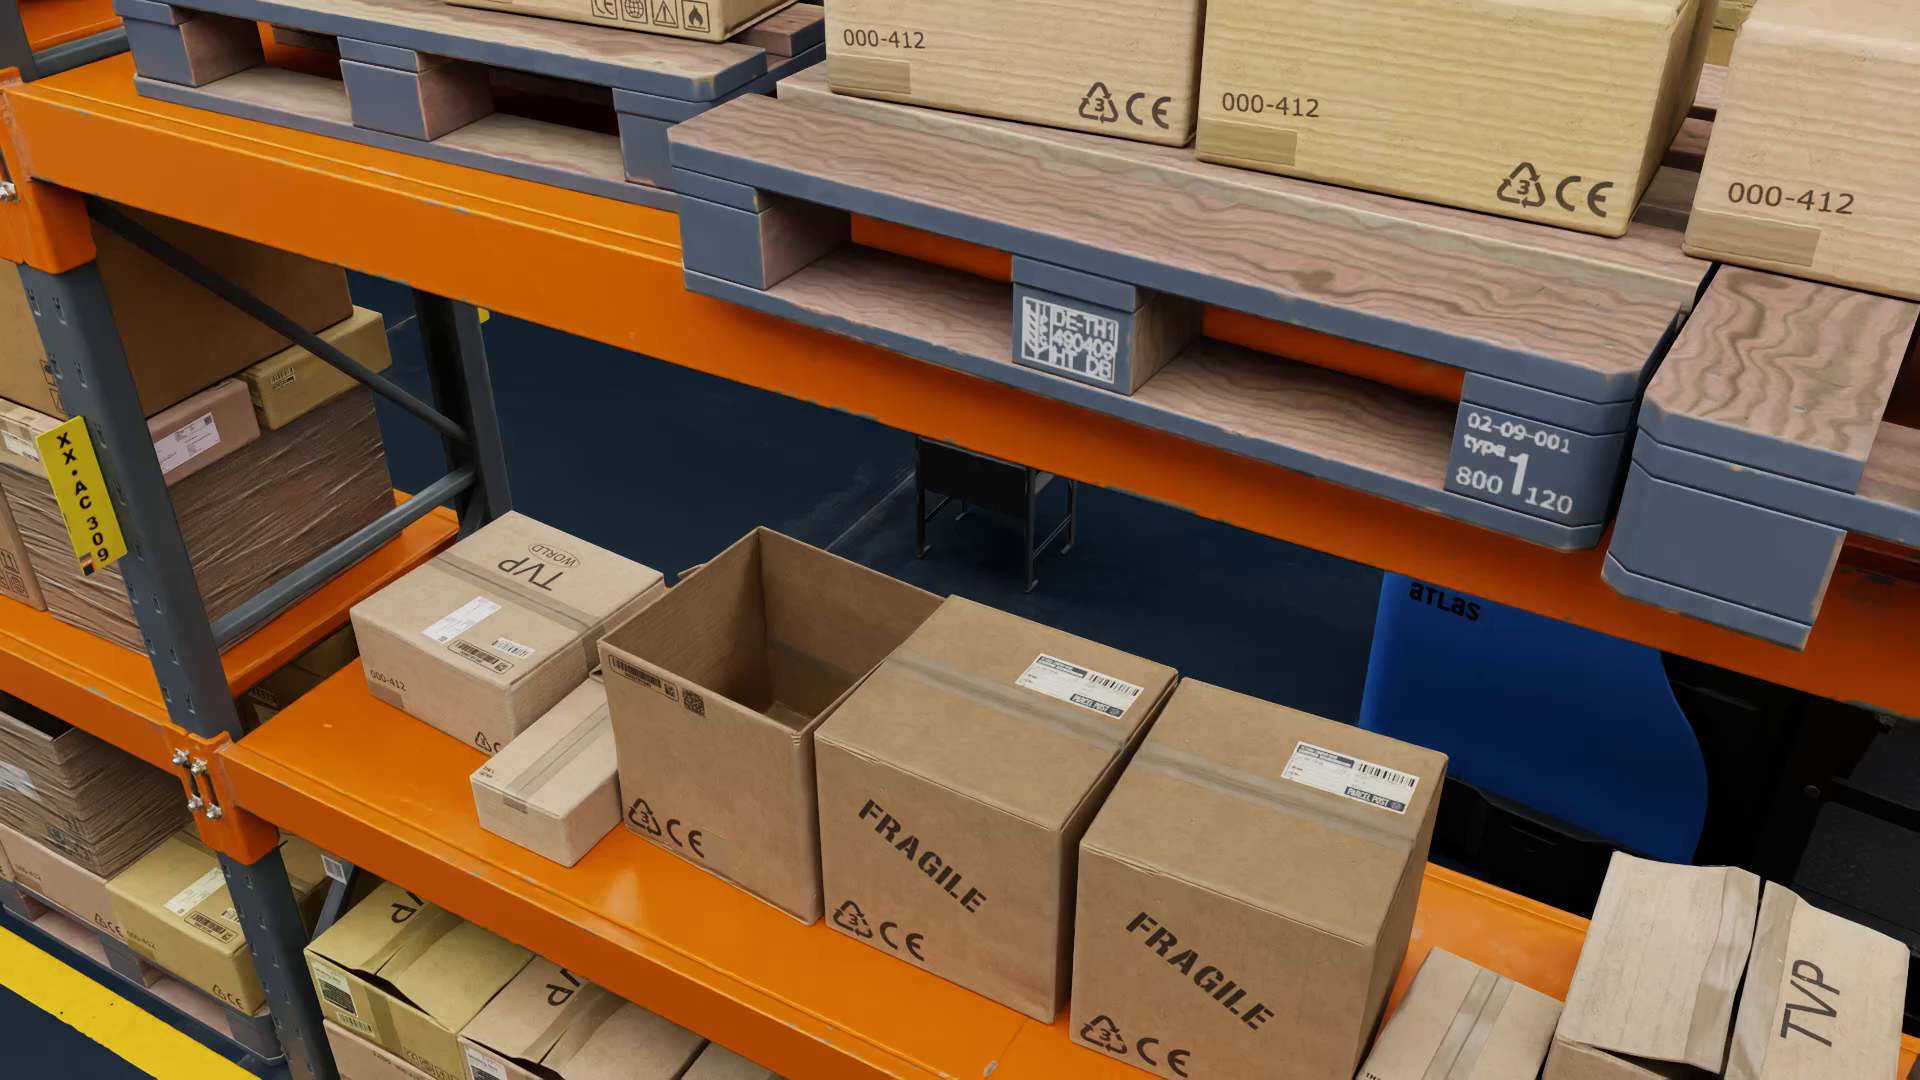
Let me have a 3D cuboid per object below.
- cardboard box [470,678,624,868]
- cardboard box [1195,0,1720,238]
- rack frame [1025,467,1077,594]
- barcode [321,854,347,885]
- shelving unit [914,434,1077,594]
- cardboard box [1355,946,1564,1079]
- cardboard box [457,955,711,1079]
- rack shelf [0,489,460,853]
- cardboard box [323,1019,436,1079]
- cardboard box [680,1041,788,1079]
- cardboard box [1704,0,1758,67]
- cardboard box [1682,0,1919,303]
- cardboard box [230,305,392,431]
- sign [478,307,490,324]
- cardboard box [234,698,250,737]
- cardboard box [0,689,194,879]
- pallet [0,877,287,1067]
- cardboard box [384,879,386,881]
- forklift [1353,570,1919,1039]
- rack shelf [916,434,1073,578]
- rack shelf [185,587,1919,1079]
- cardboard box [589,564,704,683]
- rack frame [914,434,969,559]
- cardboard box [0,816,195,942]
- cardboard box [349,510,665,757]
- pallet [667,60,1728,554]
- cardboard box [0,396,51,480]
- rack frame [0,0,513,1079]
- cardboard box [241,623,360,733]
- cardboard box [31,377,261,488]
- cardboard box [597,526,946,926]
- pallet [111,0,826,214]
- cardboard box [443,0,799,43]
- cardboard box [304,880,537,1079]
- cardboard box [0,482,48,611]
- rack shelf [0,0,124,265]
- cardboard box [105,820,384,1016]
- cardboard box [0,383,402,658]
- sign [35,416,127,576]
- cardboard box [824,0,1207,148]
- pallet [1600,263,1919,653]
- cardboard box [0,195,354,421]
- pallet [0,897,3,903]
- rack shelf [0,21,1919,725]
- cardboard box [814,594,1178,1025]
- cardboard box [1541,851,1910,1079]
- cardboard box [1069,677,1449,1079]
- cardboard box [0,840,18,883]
[{"bbox_3d":[-0.809,0.487,3.539,0.250,0.149,0.380,18,37,24],"label":"cardboard box"},{"bbox_3d":[0.619,-0.616,2.019,0.500,0.250,0.500,17,37,23],"label":"cardboard box"},{"bbox_3d":[0.356,-0.761,5.999,0.015,2.100,0.400,18,37,24],"label":"rack frame"},{"bbox_3d":[-1.462,0.769,3.881,0.075,0.075,0.001,18,37,24],"label":"barcode"},{"bbox_3d":[0.144,-0.828,6.100,0.503,2.100,0.431,18,37,24],"label":"shelving unit"},{"bbox_3d":[0.861,0.922,2.886,0.250,0.149,0.380,21,39,28],"label":"cardboard box"},{"bbox_3d":[-0.810,1.151,3.912,0.500,0.311,0.500,17,37,24],"label":"cardboard box"},{"bbox_3d":[-3.213,-0.210,5.008,4.000,0.370,1.077,18,37,24],"label":"rack shelf"},{"bbox_3d":[-1.249,1.241,4.283,0.500,0.250,0.500,17,37,23],"label":"cardboard box"},{"bbox_3d":[-0.360,1.292,3.699,0.500,0.311,0.500,16,37,23],"label":"cardboard box"},{"bbox_3d":[2.945,-1.925,6.448,0.500,0.500,0.700,18,37,24],"label":"cardboard box"},{"bbox_3d":[1.110,-0.453,1.775,0.500,0.250,0.500,19,38,26],"label":"cardboard box"},{"bbox_3d":[-1.614,-0.438,4.026,0.250,0.149,0.380,18,37,24],"label":"cardboard box"},{"bbox_3d":[-1.216,-0.672,4.080,0.005,0.325,0.100,18,37,24],"label":"sign"},{"bbox_3d":[-2.162,0.286,5.039,0.500,0.500,0.500,18,37,24],"label":"cardboard box"},{"bbox_3d":[-2.416,0.533,4.669,0.500,0.500,0.500,18,37,24],"label":"cardboard box"},{"bbox_3d":[-2.146,0.962,5.114,1.213,0.211,1.003,18,37,24],"label":"pallet"},{"bbox_3d":[-1.729,0.737,5.039,0.500,0.250,0.500,18,37,24],"label":"cardboard box"},{"bbox_3d":[2.752,-0.100,4.256,3.031,2.935,1.130,21,39,29],"label":"forklift"},{"bbox_3d":[0.144,-0.234,6.495,0.480,0.518,0.431,18,37,24],"label":"rack shelf"},{"bbox_3d":[0.260,0.890,3.356,4.000,0.370,1.077,18,37,24],"label":"rack shelf"},{"bbox_3d":[-0.622,0.250,3.789,0.258,0.266,0.396,17,37,23],"label":"cardboard box"},{"bbox_3d":[-0.068,-0.896,6.200,0.015,2.100,0.400,18,37,24],"label":"rack frame"},{"bbox_3d":[-2.417,0.846,4.876,0.500,0.250,0.500,18,37,24],"label":"cardboard box"},{"bbox_3d":[-1.028,0.217,3.852,0.500,0.250,0.500,20,39,27],"label":"cardboard box"},{"bbox_3d":[0.390,-0.479,2.227,1.213,0.211,1.003,19,38,27],"label":"pallet"},{"bbox_3d":[-2.033,-0.312,3.836,0.250,0.149,0.380,17,37,23],"label":"cardboard box"},{"bbox_3d":[-1.477,0.041,3.983,0.127,3.000,1.000,18,37,24],"label":"rack frame"},{"bbox_3d":[-1.724,0.420,4.838,0.500,0.500,0.500,18,37,24],"label":"cardboard box"},{"bbox_3d":[-1.819,-0.243,3.733,0.250,0.149,0.380,18,37,24],"label":"cardboard box"},{"bbox_3d":[-0.361,0.363,3.408,0.500,0.500,0.500,20,39,28],"label":"cardboard box"},{"bbox_3d":[-0.704,-0.892,2.849,1.217,0.209,0.805,16,37,23],"label":"pallet"},{"bbox_3d":[-0.468,-0.996,2.590,0.500,0.250,0.500,14,36,20],"label":"cardboard box"},{"bbox_3d":[-1.242,1.010,4.122,0.500,0.311,0.500,18,38,25],"label":"cardboard box"},{"bbox_3d":[-2.326,-0.262,4.347,0.500,0.500,0.700,17,37,24],"label":"cardboard box"},{"bbox_3d":[-3.213,-1.458,4.177,4.000,0.370,1.077,18,37,24],"label":"rack shelf"},{"bbox_3d":[-1.988,0.988,4.662,0.500,0.250,0.500,18,37,24],"label":"cardboard box"},{"bbox_3d":[-1.865,-0.120,4.134,0.500,0.500,0.700,17,37,23],"label":"cardboard box"},{"bbox_3d":[-1.751,-0.085,3.319,0.005,0.325,0.100,18,37,24],"label":"sign"},{"bbox_3d":[0.153,-0.765,2.243,0.500,0.250,0.500,14,36,20],"label":"cardboard box"},{"bbox_3d":[1.363,-0.173,1.767,1.003,0.211,1.213,19,38,27],"label":"pallet"},{"bbox_3d":[-1.865,-0.660,3.774,0.500,0.500,0.700,18,38,25],"label":"cardboard box"},{"bbox_3d":[-3.210,0.627,5.617,1.213,0.211,1.003,18,37,24],"label":"pallet"},{"bbox_3d":[0.260,-0.358,2.525,4.000,0.370,1.077,18,37,24],"label":"rack shelf"},{"bbox_3d":[0.074,0.501,3.202,0.500,0.500,0.500,18,38,24],"label":"cardboard box"},{"bbox_3d":[1.316,0.839,2.865,0.500,0.311,0.500,17,37,24],"label":"cardboard box"},{"bbox_3d":[0.531,0.646,2.984,0.500,0.500,0.500,16,37,22],"label":"cardboard box"},{"bbox_3d":[-2.858,0.715,5.071,0.500,0.250,0.500,18,37,24],"label":"cardboard box"}]
